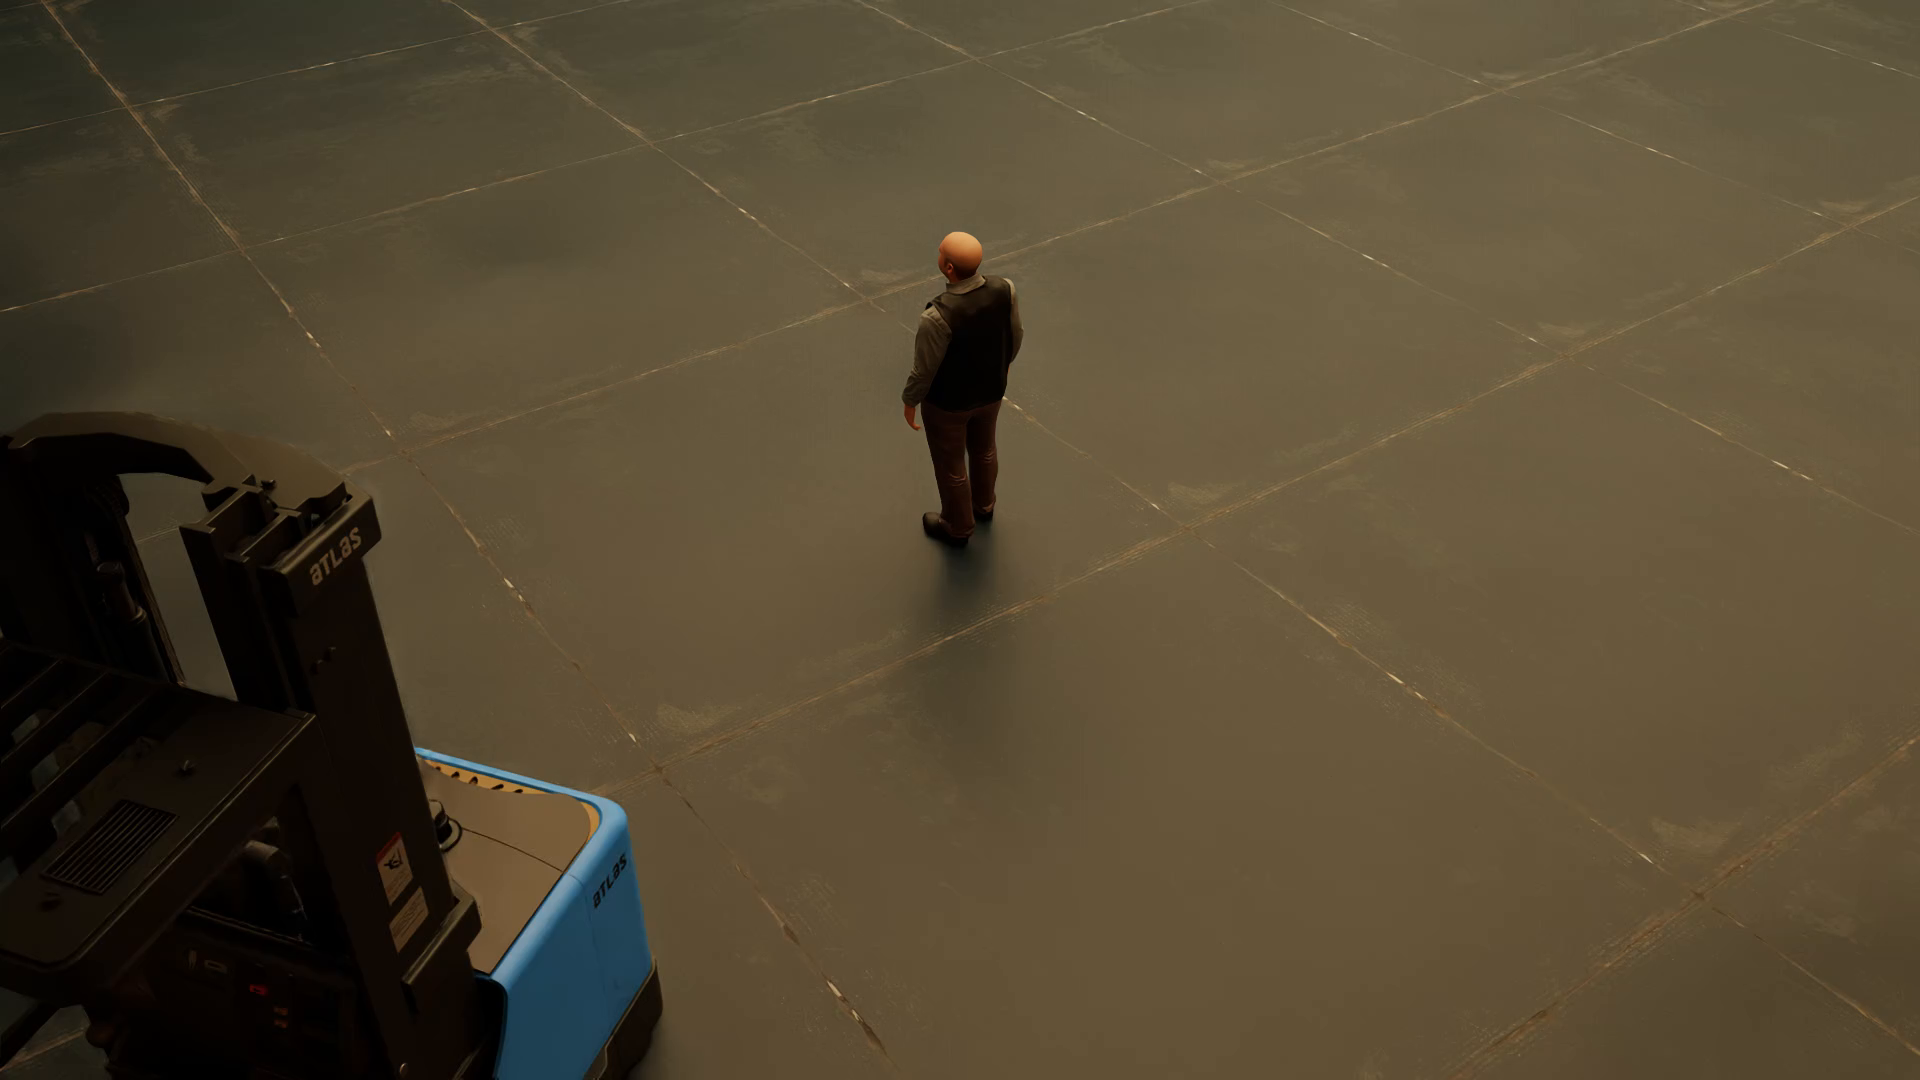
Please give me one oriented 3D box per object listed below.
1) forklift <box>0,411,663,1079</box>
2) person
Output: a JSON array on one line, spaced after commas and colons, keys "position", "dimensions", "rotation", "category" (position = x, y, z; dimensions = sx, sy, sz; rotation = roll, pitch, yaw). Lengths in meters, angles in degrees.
[{"position": [-2.043, 1.277, 4.217], "dimensions": [1.130, 2.935, 3.031], "rotation": [12, 38, 16], "category": "forklift"}, {"position": [-0.029, -0.731, 7.938], "dimensions": [0.632, 1.720, 0.568], "rotation": [-23, 42, -28], "category": "person"}]
